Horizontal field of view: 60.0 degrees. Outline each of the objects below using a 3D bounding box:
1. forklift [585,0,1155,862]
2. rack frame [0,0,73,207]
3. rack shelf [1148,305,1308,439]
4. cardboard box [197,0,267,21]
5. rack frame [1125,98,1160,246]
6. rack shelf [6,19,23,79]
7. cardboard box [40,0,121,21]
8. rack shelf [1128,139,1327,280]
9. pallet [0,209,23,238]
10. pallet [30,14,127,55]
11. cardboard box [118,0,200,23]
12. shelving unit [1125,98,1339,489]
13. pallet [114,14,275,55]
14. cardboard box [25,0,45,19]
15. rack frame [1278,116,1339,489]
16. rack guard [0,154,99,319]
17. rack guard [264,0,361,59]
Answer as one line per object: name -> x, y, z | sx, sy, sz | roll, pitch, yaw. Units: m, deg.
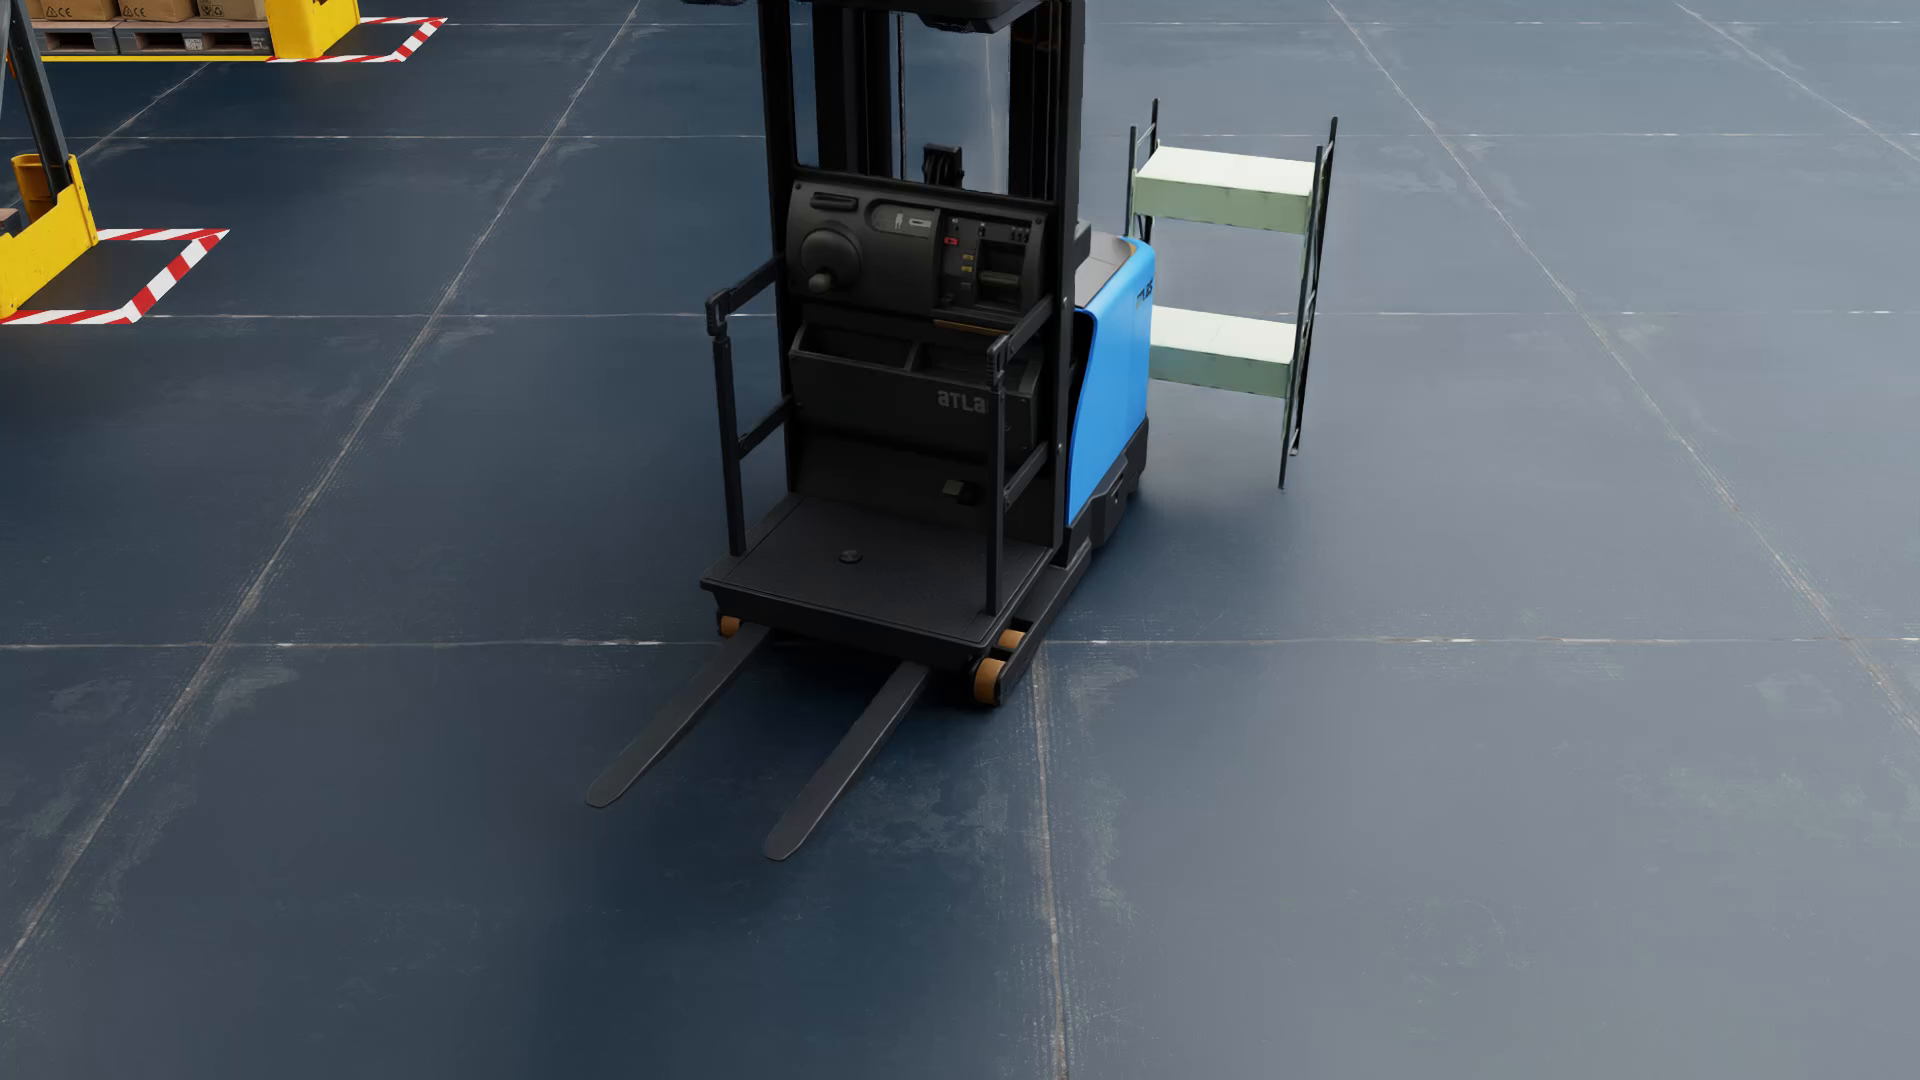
forklift -> -0.240, -0.927, 5.452 | 1.130, 2.935, 3.031 | 12, 33, 19
rack frame -> -5.055, -2.750, 8.391 | 0.127, 3.000, 1.000 | 0, 31, 0
rack shelf -> 1.093, -0.743, 7.158 | 0.720, 0.370, 0.431 | 10, 33, 17
cardboard box -> -5.710, -4.437, 13.176 | 0.500, 0.500, 0.500 | 5, 32, 9
rack frame -> 0.748, -1.086, 7.093 | 0.023, 1.500, 0.400 | 10, 33, 17
rack shelf -> -7.055, -2.436, 8.567 | 4.000, 0.370, 1.077 | 0, 31, 0
cardboard box -> -6.933, -4.425, 13.156 | 0.500, 0.500, 0.500 | 3, 31, 4
rack shelf -> 1.093, -1.356, 6.786 | 0.720, 0.370, 0.431 | 10, 33, 17
pallet -> -5.943, -1.533, 9.074 | 1.213, 0.211, 1.003 | 0, 31, 0
pallet -> -7.191, -4.140, 13.370 | 1.213, 0.211, 1.003 | 0, 31, 0
cardboard box -> -6.307, -4.417, 13.143 | 0.500, 0.500, 0.500 | 8, 32, 13
shelving unit -> 1.093, -1.022, 6.989 | 0.755, 1.500, 0.431 | 10, 33, 17
pallet -> -5.974, -4.143, 13.374 | 1.213, 0.211, 1.003 | 0, 31, 0
cardboard box -> -7.492, -4.446, 13.192 | 0.500, 0.500, 0.500 | -3, 31, -5
rack frame -> 1.438, -0.958, 6.884 | 0.023, 1.500, 0.400 | 10, 33, 17
rack guard -> -5.131, -1.657, 8.999 | 0.348, 0.500, 1.175 | 0, 31, 0
rack guard -> -5.161, -4.250, 13.273 | 0.348, 0.500, 1.175 | 0, 31, 0
